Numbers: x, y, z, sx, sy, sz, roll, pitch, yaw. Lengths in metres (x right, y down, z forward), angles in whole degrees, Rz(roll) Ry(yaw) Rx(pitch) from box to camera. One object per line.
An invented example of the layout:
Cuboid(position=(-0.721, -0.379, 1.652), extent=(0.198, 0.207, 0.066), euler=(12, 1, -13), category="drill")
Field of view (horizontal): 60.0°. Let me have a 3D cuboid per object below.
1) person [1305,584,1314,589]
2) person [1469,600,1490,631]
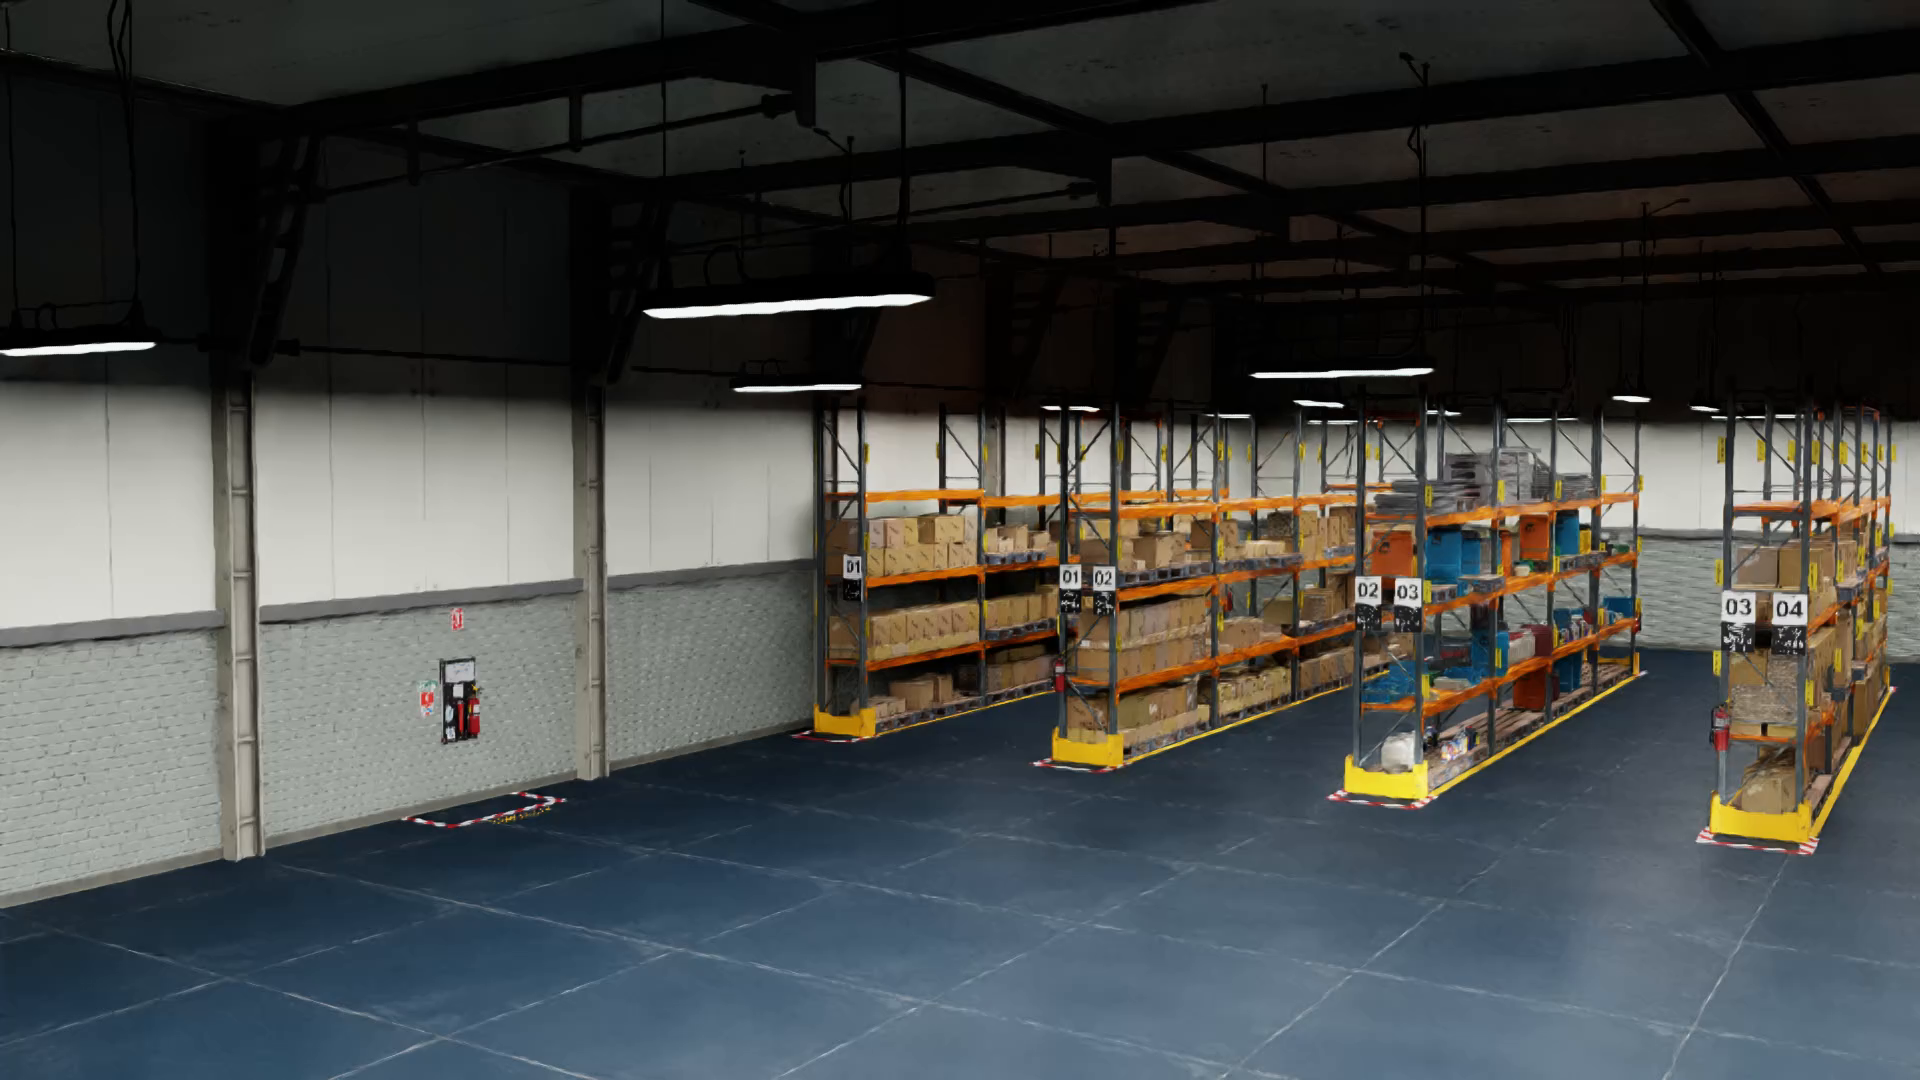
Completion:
Cuboid(position=(8.573, 1.966, 40.659), extent=(0.464, 1.772, 0.626), euler=(1, 3, 14), category="person")
Cuboid(position=(12.460, 2.047, 39.807), extent=(0.600, 1.725, 1.094), euler=(2, 4, 31), category="person")
